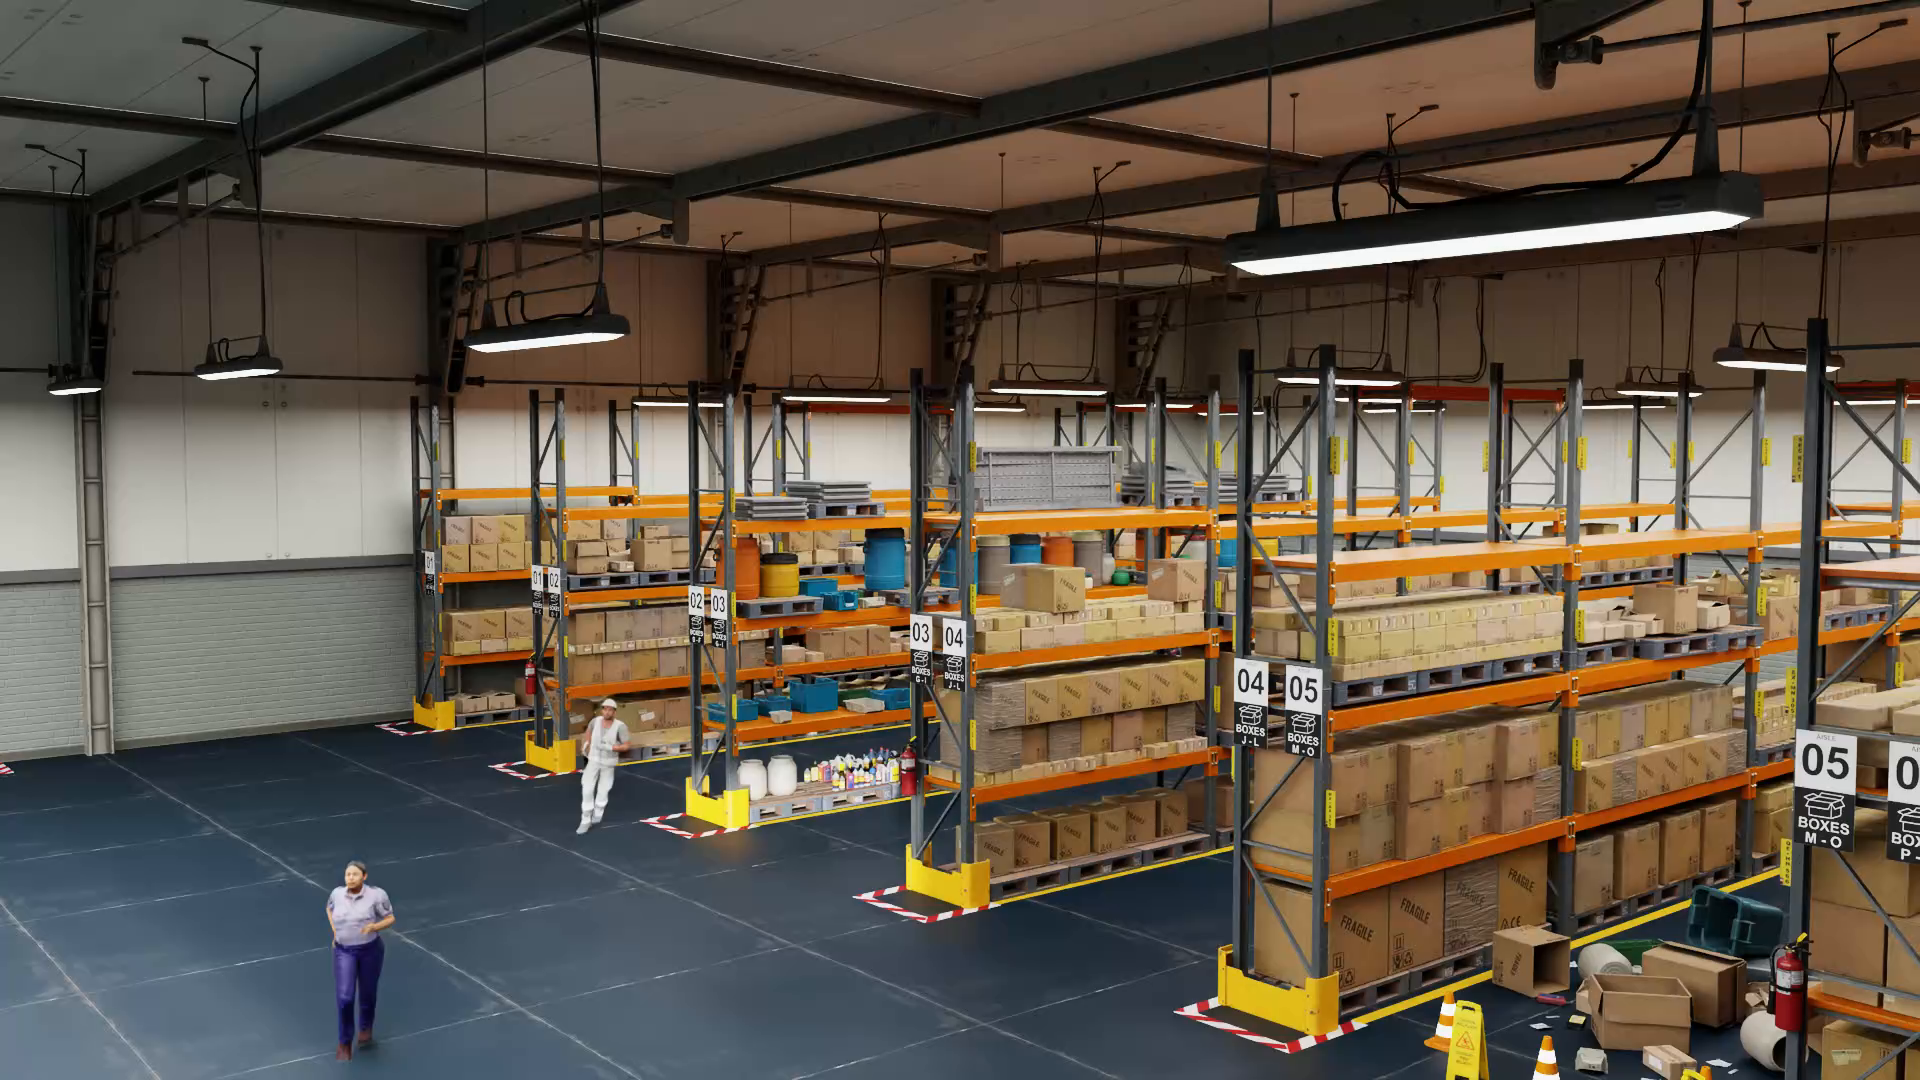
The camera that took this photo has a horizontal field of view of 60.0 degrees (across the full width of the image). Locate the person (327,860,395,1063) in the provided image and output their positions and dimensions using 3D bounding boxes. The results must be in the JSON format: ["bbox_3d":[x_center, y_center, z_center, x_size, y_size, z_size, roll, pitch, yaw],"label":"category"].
[{"bbox_3d":[-5.057,3.538,14.026,0.572,1.707,0.726,-1,3,-14],"label":"person"}]

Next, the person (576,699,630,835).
[{"bbox_3d":[-4.712,2.999,22.116,0.714,1.830,0.713,0,3,1],"label":"person"}]
